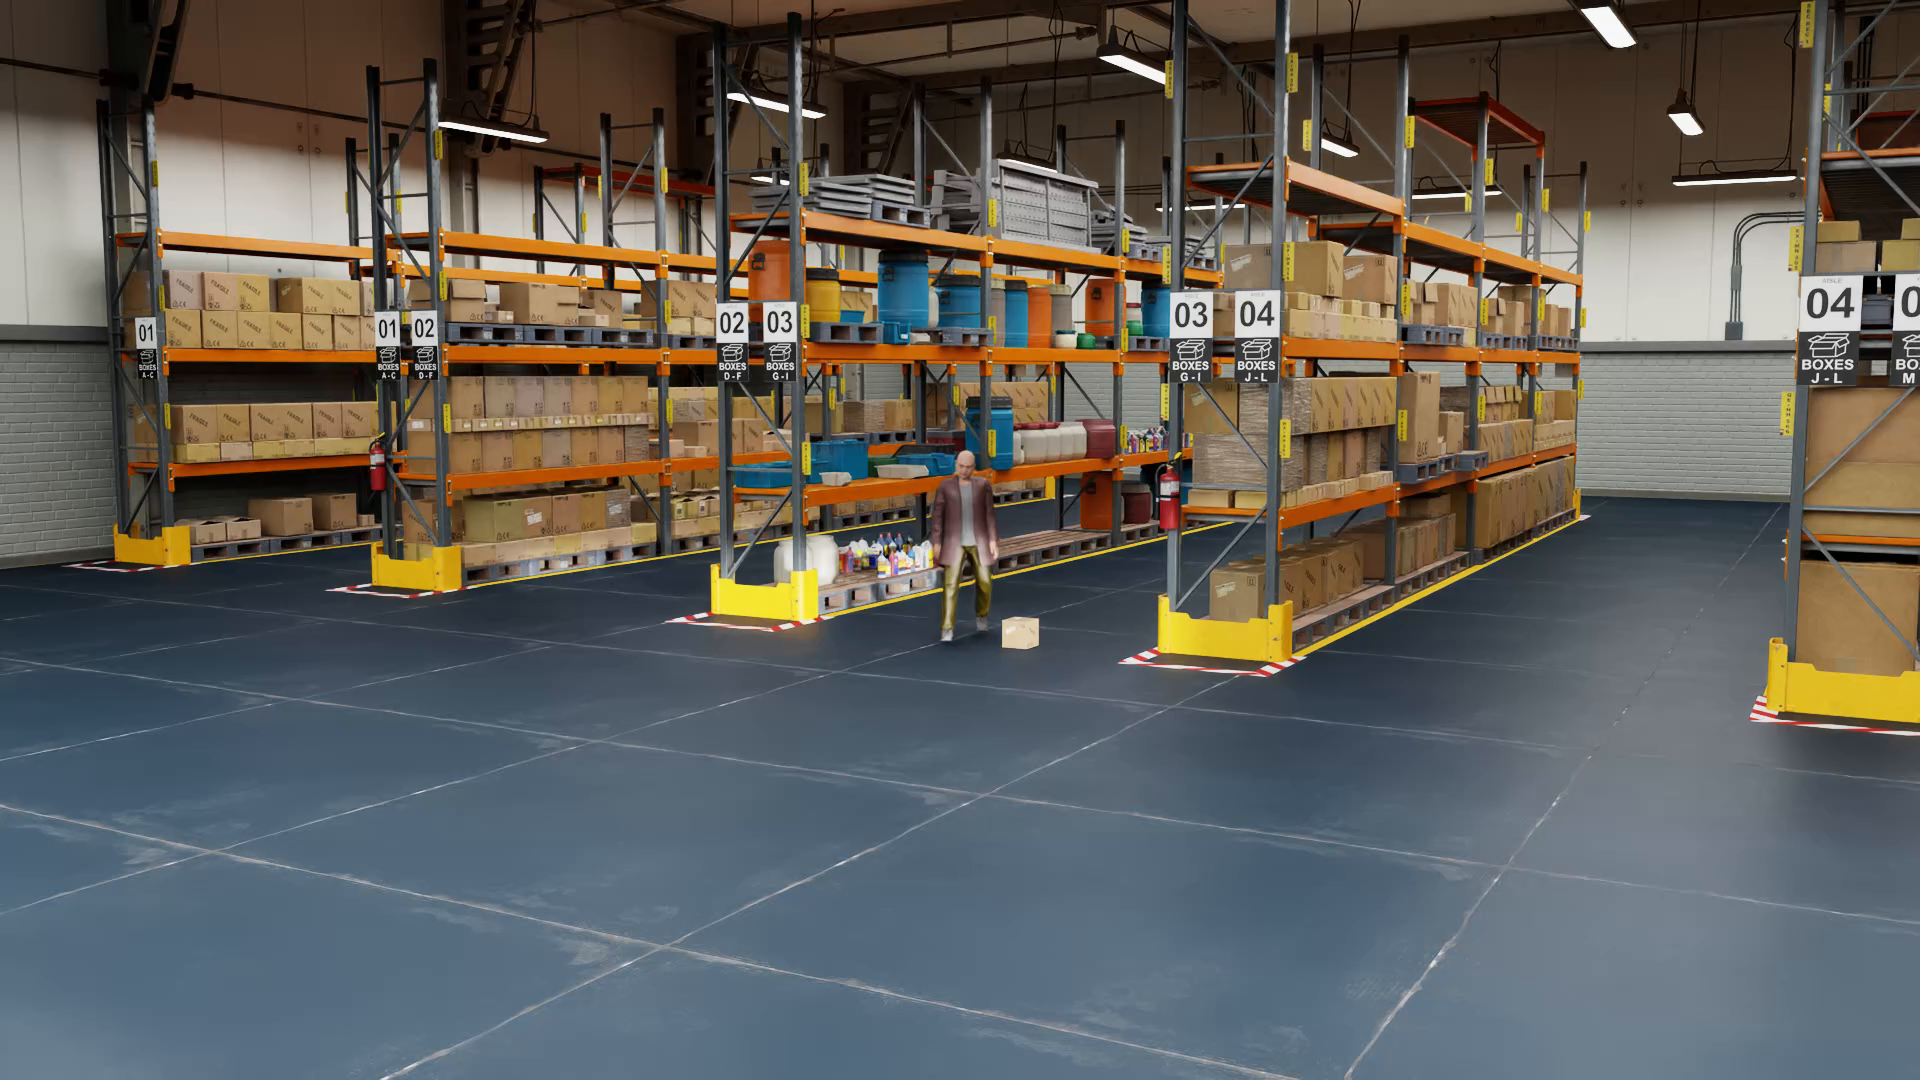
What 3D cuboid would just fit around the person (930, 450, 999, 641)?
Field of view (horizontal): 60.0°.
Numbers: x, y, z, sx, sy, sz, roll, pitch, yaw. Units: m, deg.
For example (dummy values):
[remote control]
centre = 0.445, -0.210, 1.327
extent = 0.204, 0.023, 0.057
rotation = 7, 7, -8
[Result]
[person]
centre = 0.048, 0.038, 15.602
extent = 0.640, 1.762, 0.761
rotation = -1, 6, -7
